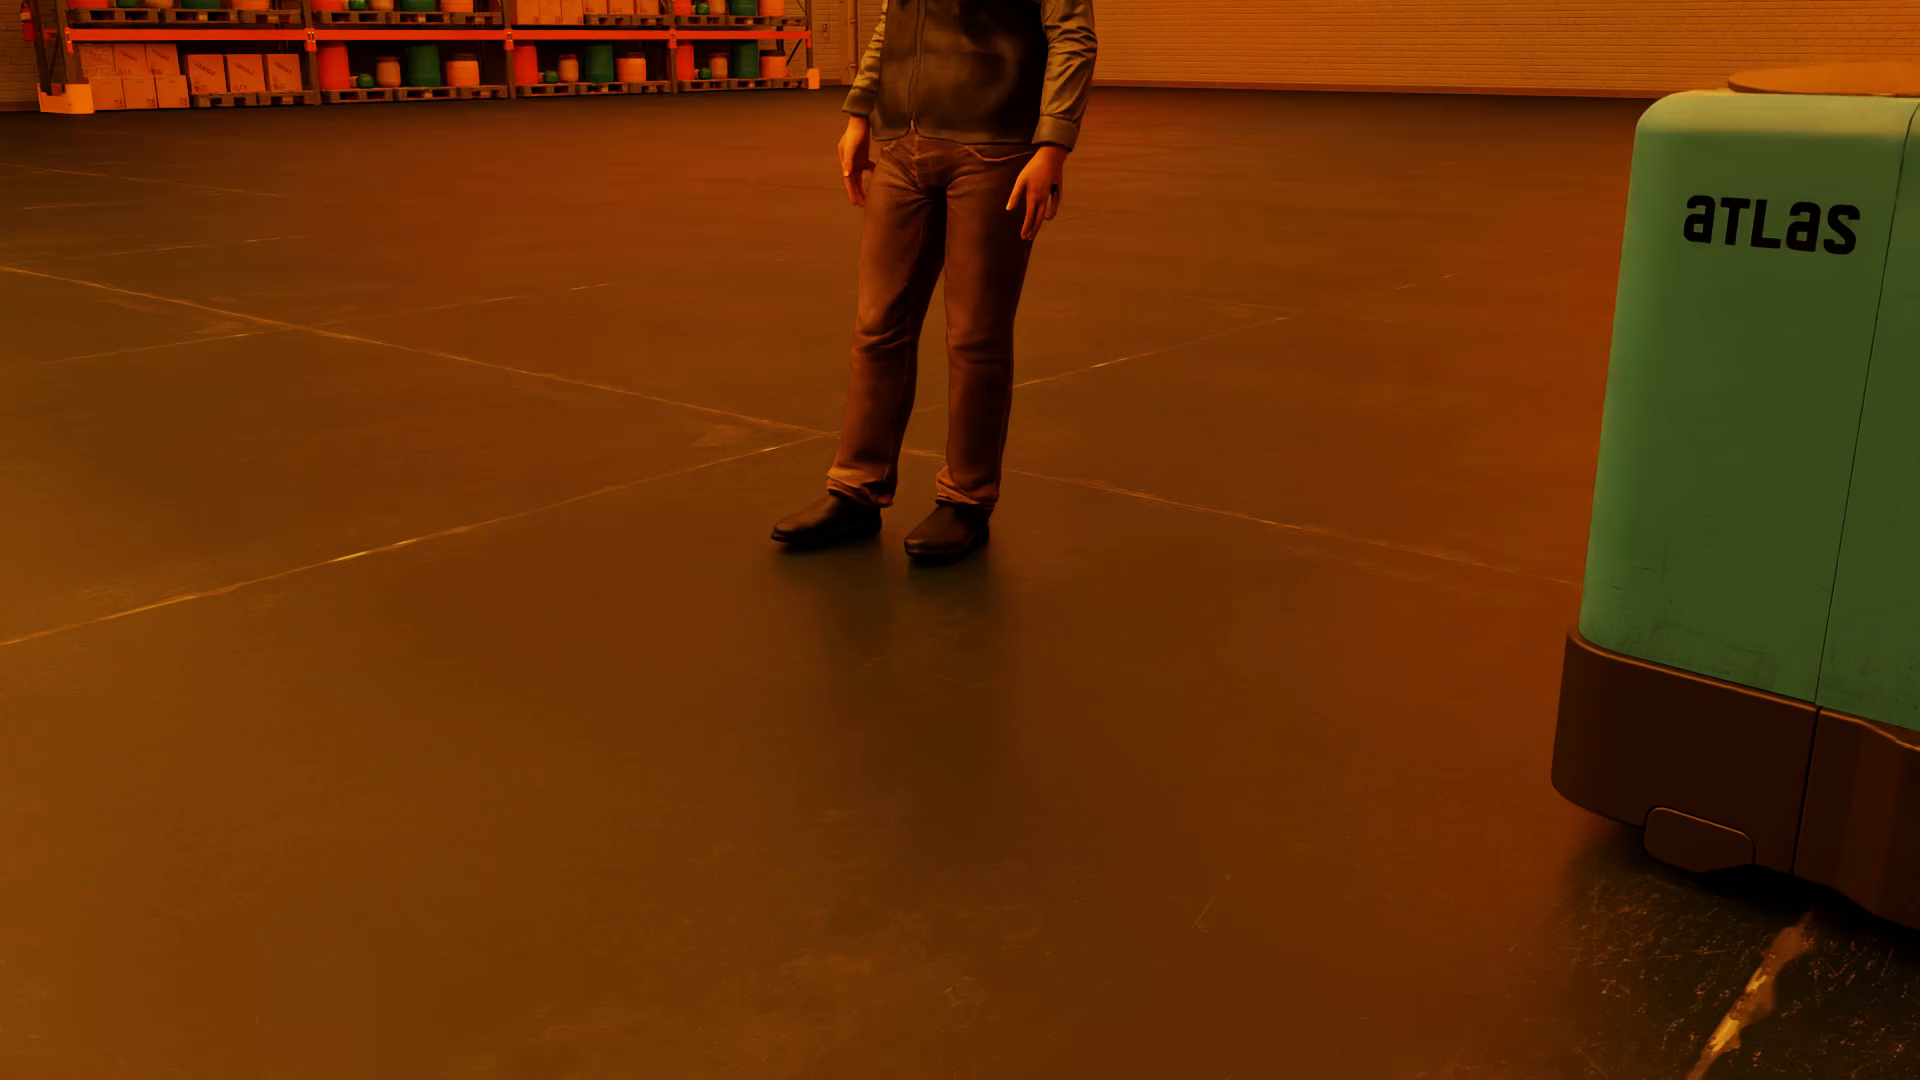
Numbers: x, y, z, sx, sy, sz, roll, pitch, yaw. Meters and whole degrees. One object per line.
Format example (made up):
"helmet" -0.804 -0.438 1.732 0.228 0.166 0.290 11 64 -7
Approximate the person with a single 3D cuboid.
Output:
"person" -0.046 -0.818 3.648 0.633 1.722 0.566 13 21 37

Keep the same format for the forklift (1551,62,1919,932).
"forklift" 2.282 -0.760 1.399 3.031 2.935 1.130 16 23 43
